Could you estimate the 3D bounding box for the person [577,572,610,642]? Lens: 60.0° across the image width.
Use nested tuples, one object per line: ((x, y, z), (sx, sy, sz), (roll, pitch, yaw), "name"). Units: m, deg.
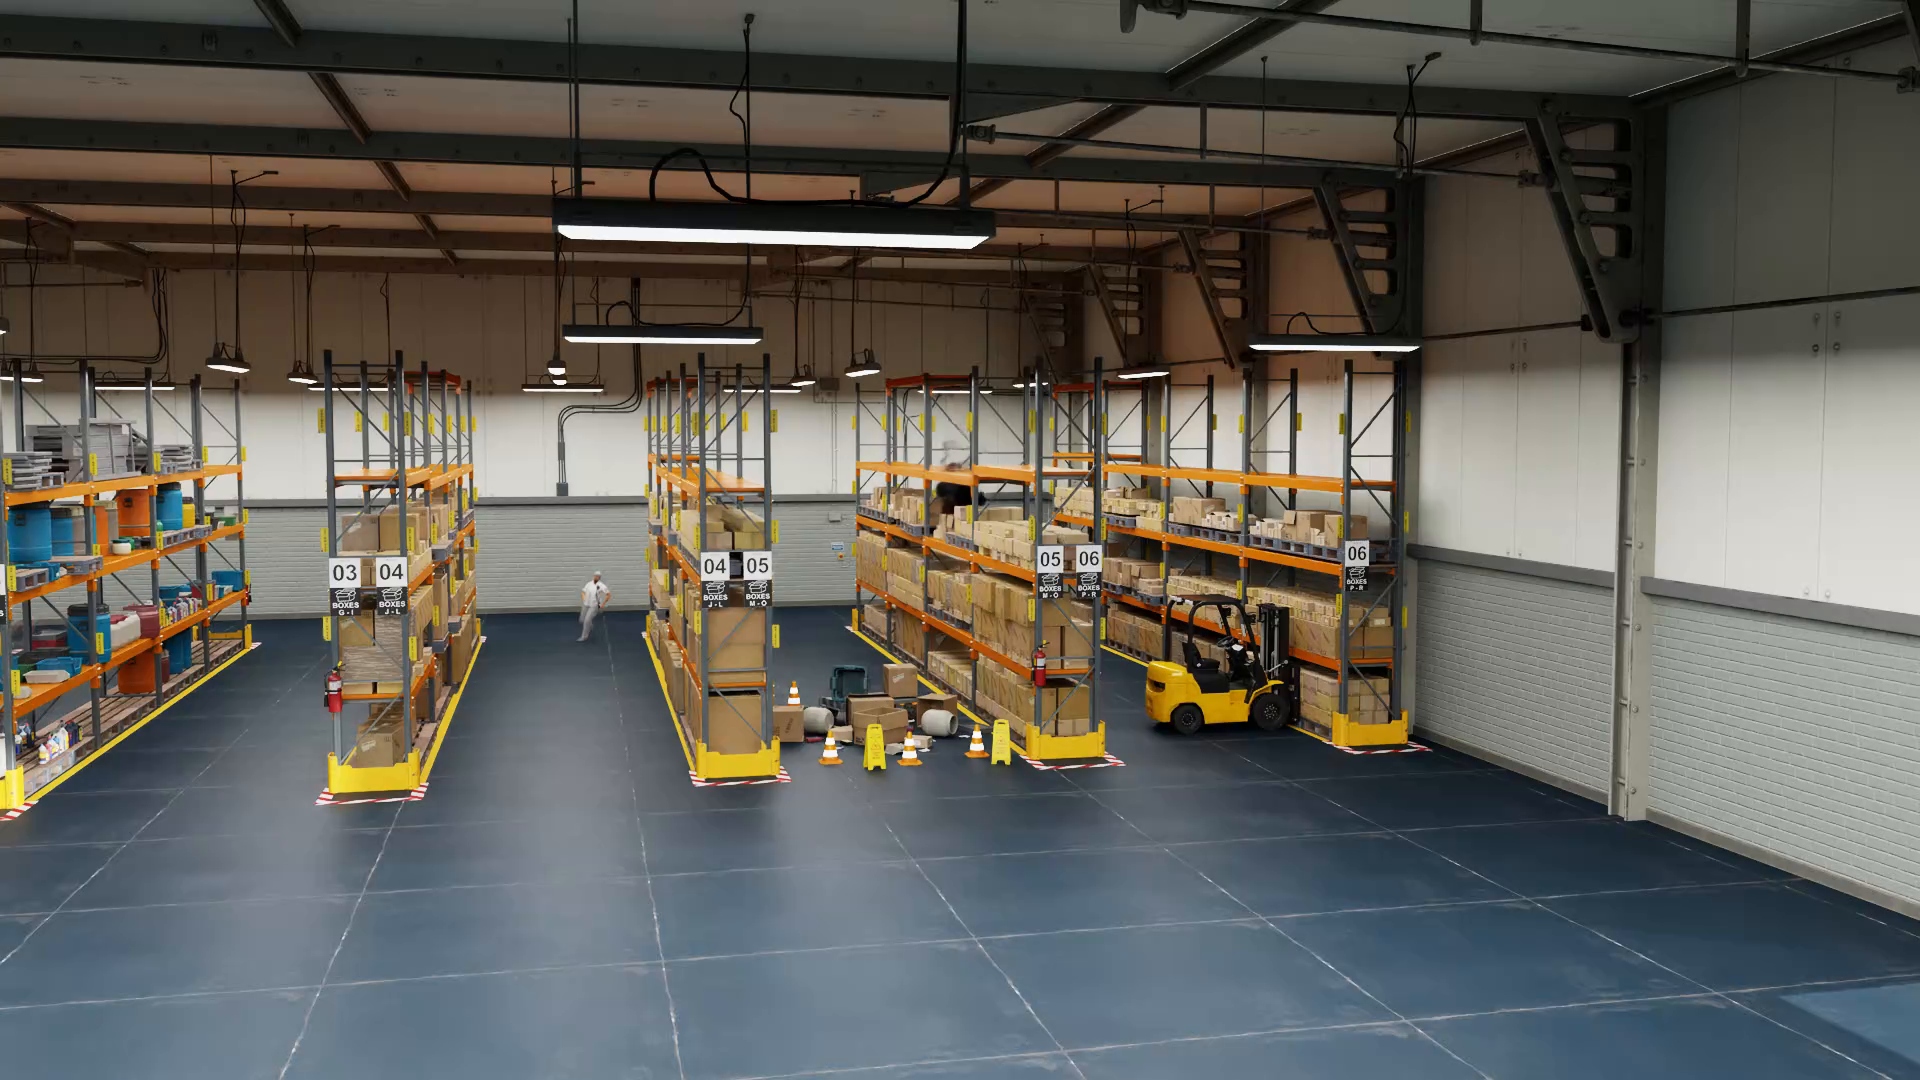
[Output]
((-8.489, 1.532, 38.434), (0.676, 1.594, 0.734), (1, 4, 20), "person")
